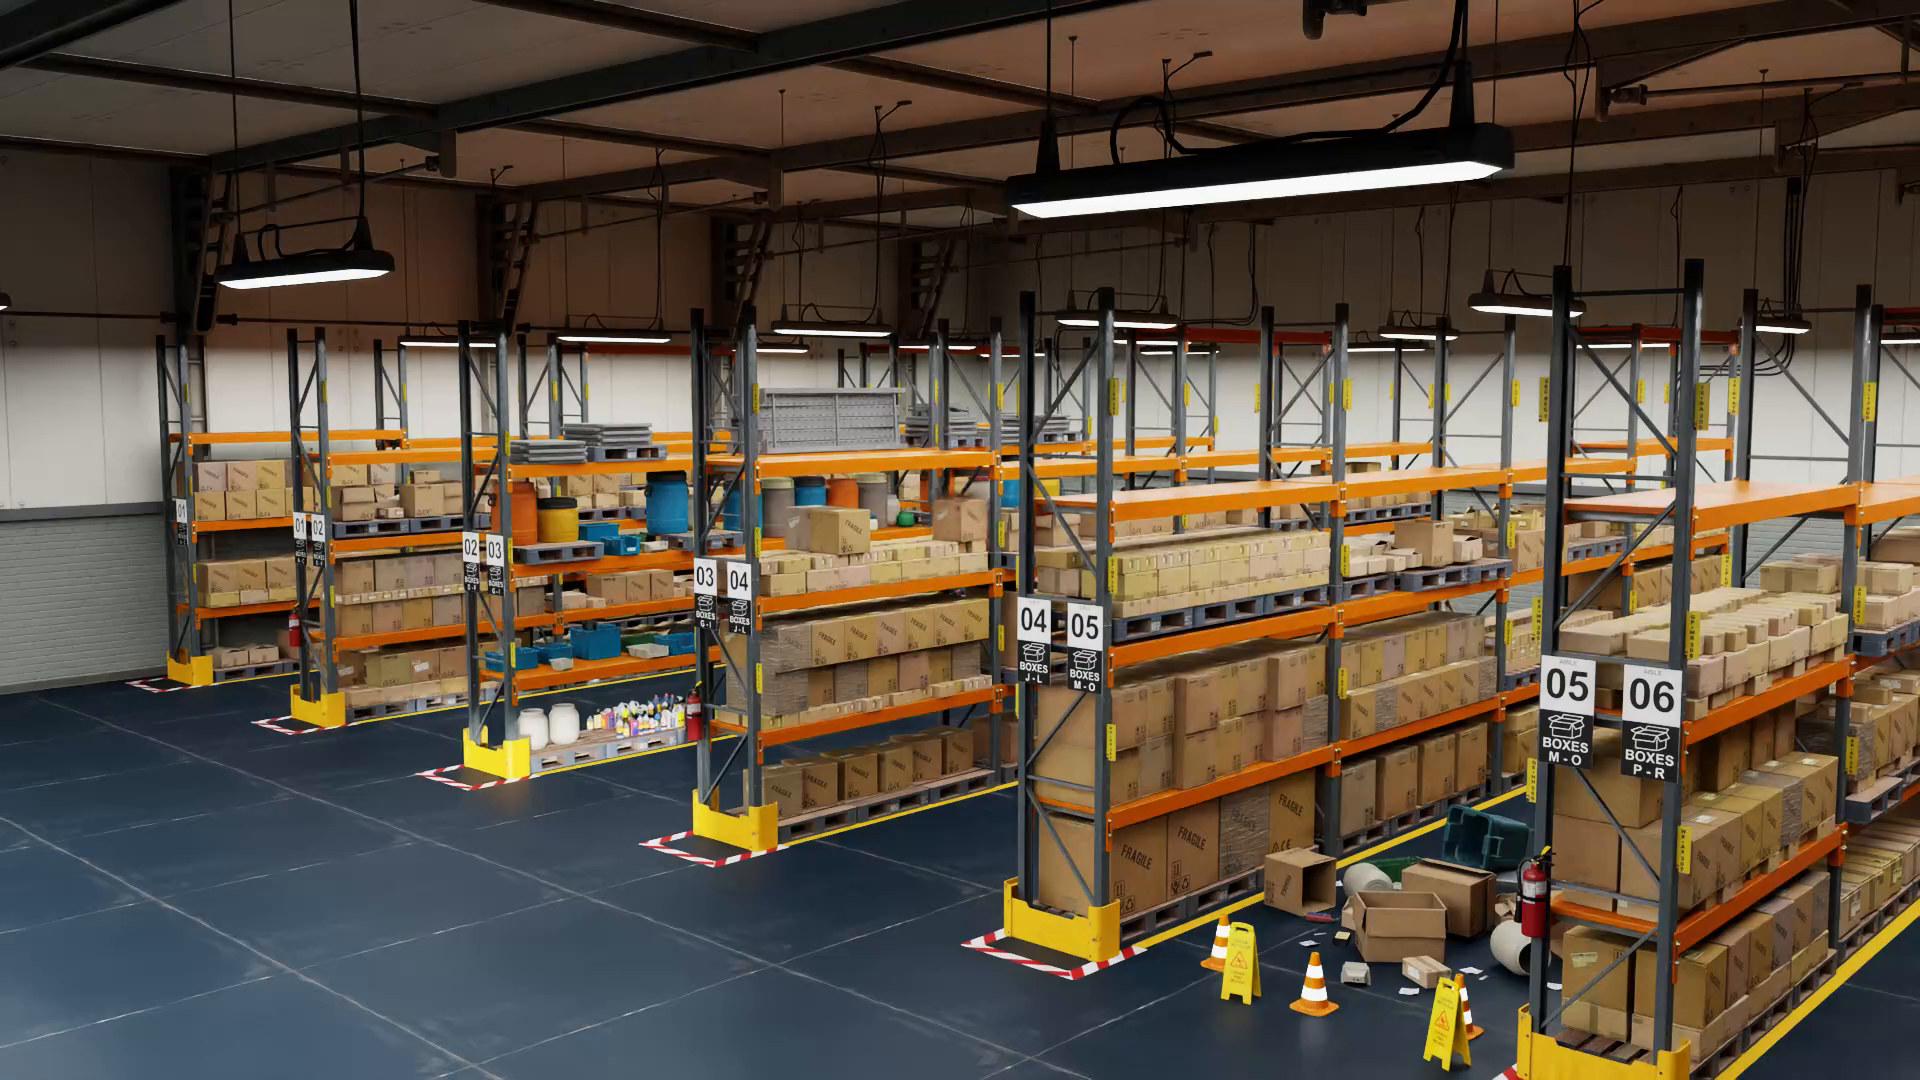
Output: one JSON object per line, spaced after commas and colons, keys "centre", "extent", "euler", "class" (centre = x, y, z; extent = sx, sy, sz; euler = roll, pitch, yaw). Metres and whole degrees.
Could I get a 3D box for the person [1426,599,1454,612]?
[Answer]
{"centre": [8.960, 1.435, 31.269], "extent": [0.586, 1.703, 0.549], "euler": [-4, 7, -36], "class": "person"}
